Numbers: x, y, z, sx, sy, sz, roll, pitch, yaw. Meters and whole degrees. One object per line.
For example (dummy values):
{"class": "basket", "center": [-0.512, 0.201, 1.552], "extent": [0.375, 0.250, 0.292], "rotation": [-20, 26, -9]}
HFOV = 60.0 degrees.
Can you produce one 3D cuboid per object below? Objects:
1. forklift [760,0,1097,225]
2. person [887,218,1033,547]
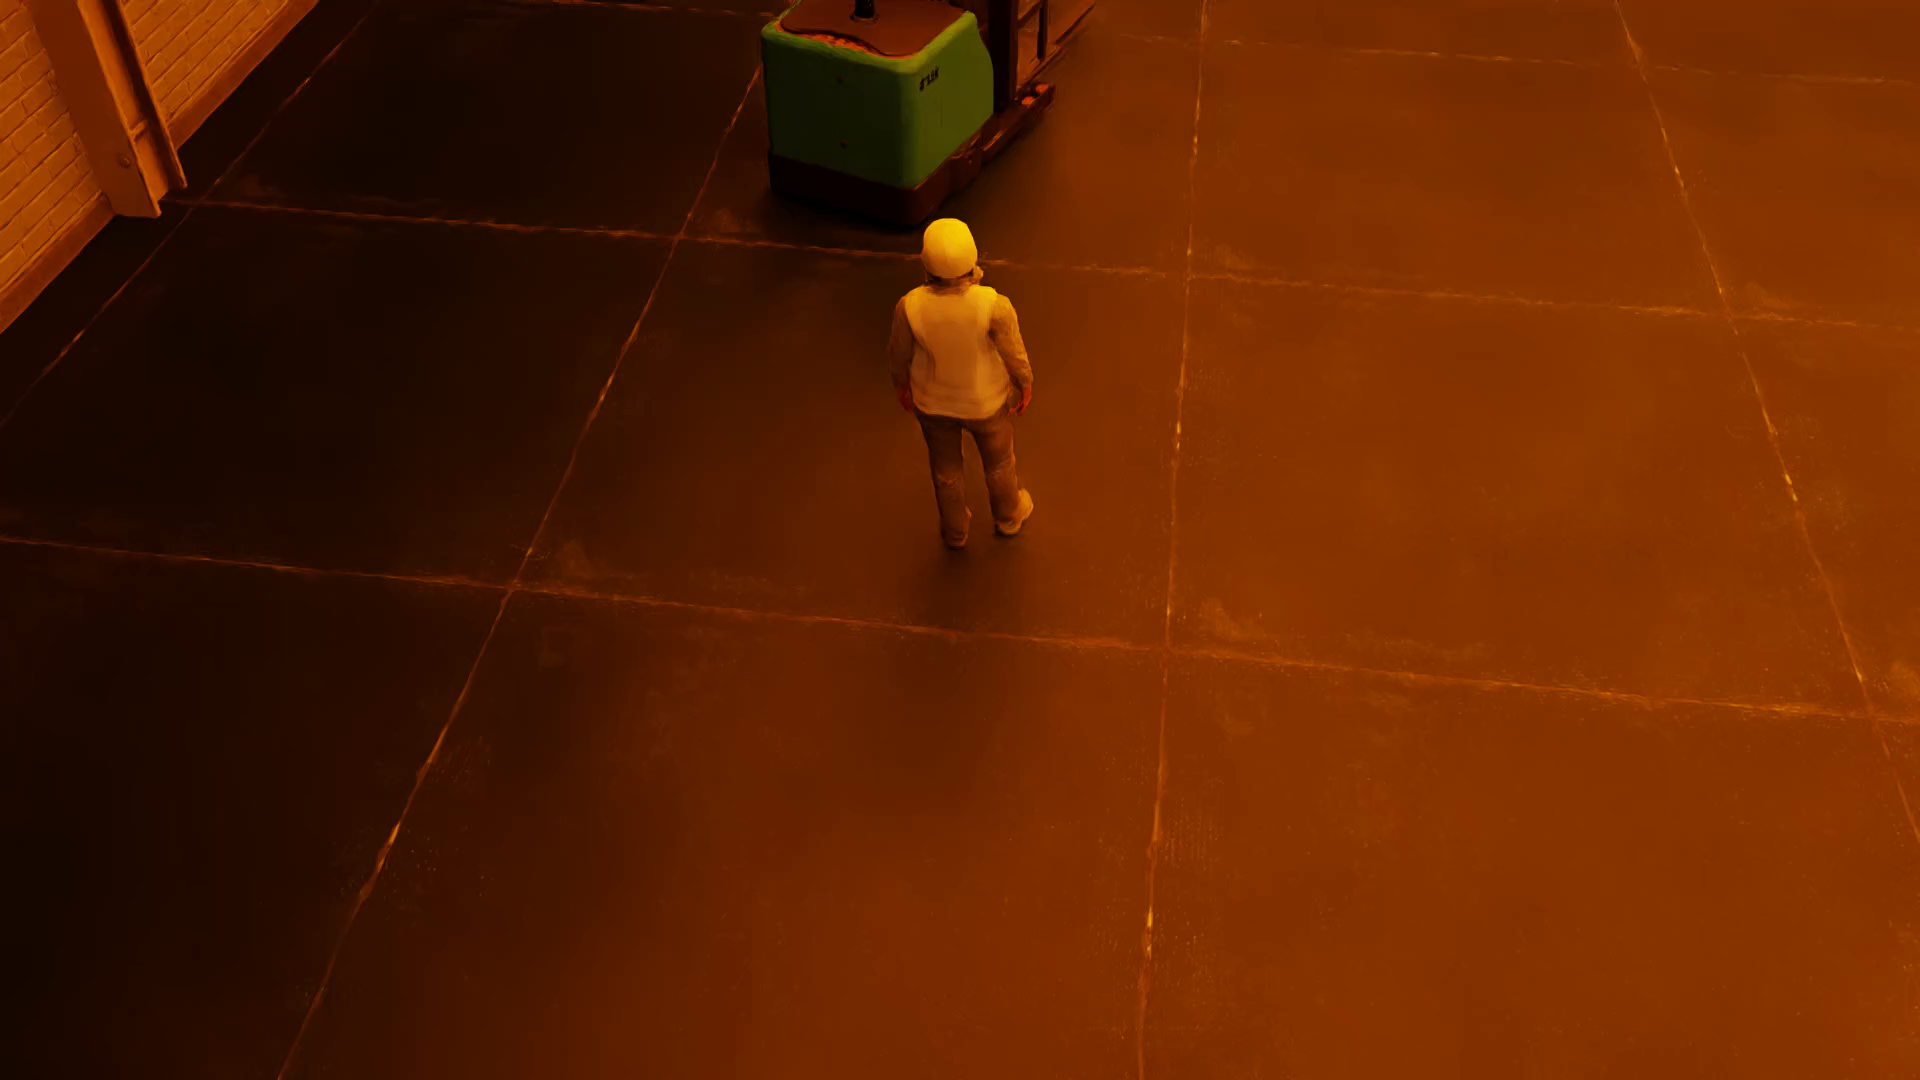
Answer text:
{"class": "forklift", "center": [-0.030, -3.933, 10.006], "extent": [1.130, 2.935, 3.031], "rotation": [19, 46, 20]}
{"class": "person", "center": [0.016, -0.700, 7.331], "extent": [0.632, 1.773, 0.567], "rotation": [5, 43, 6]}
